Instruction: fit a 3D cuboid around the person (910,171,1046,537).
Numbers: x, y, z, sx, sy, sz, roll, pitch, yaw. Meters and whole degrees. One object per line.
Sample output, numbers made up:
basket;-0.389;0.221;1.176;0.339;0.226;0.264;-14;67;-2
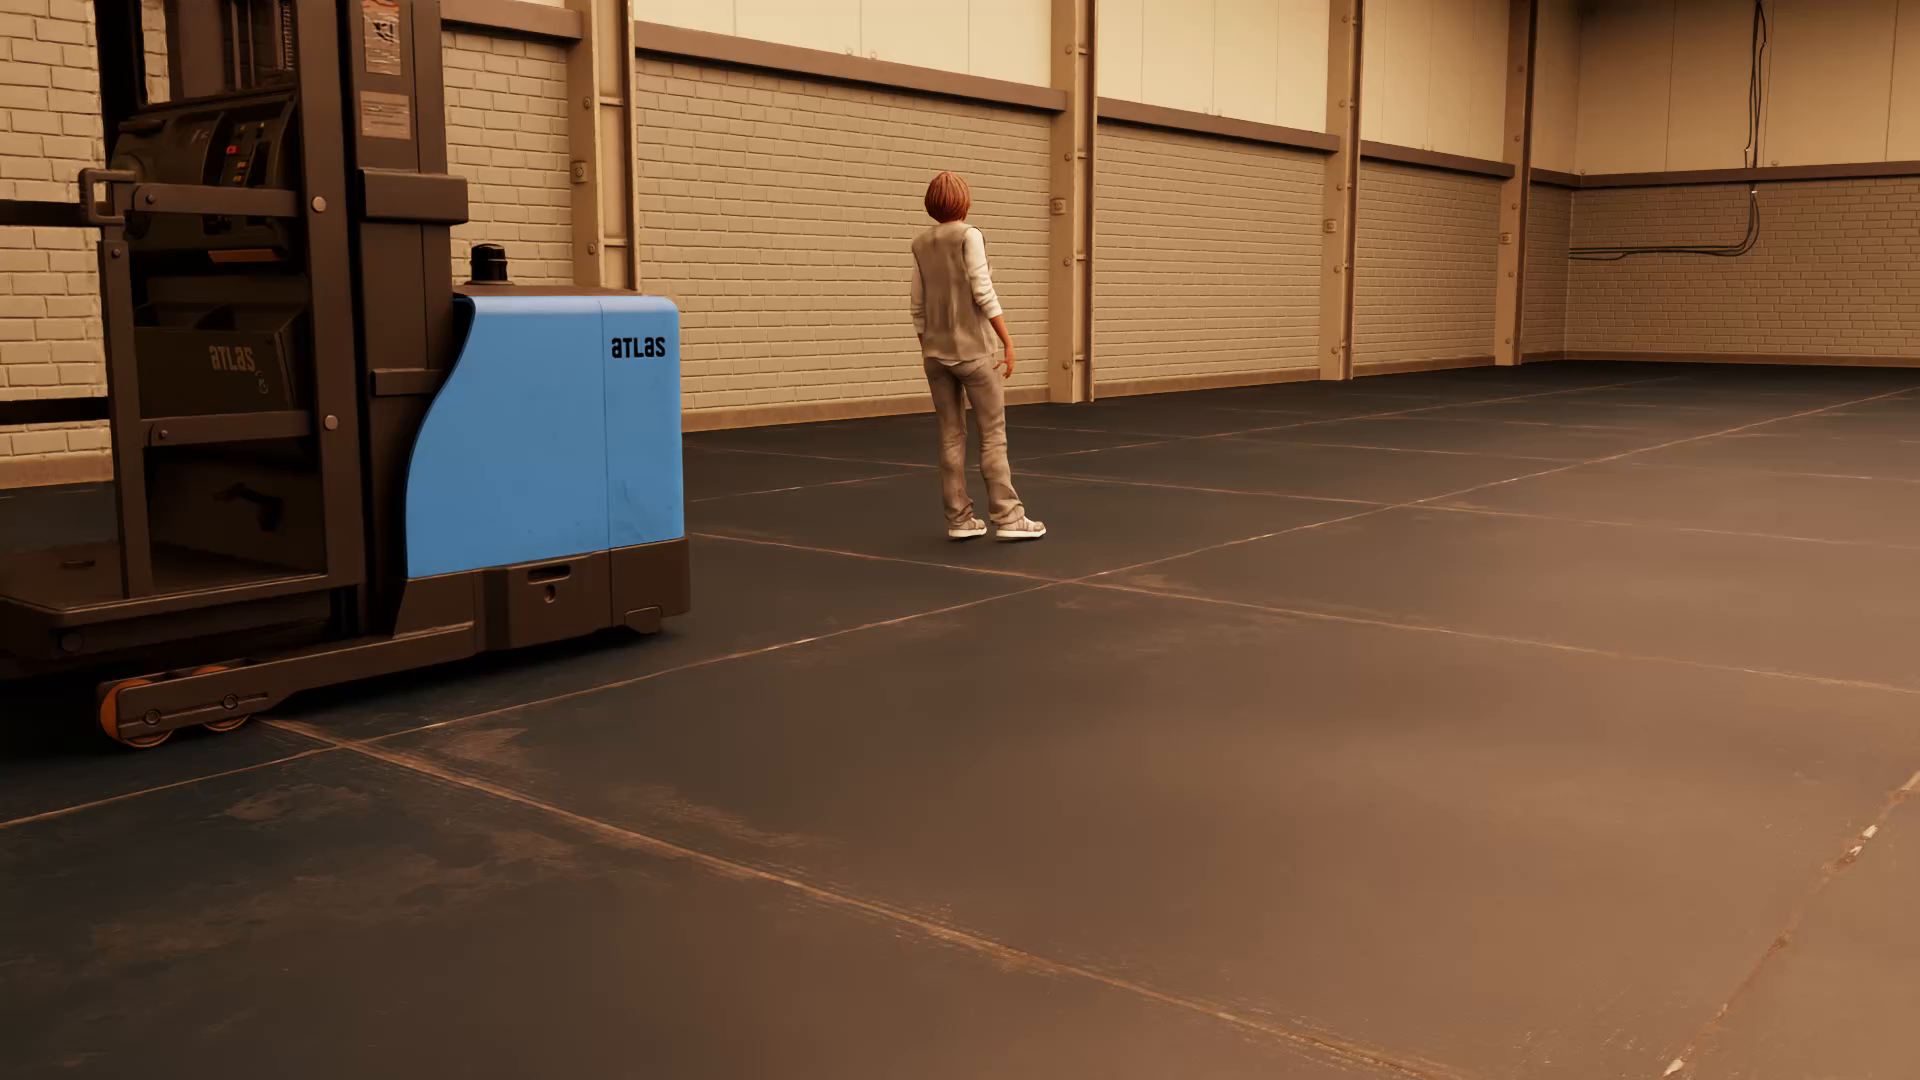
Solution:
person;0.058;-0.805;7.337;0.520;1.599;0.473;7;11;38

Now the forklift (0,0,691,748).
forklift;-2.186;-1.031;4.331;1.130;2.935;3.031;7;11;38
